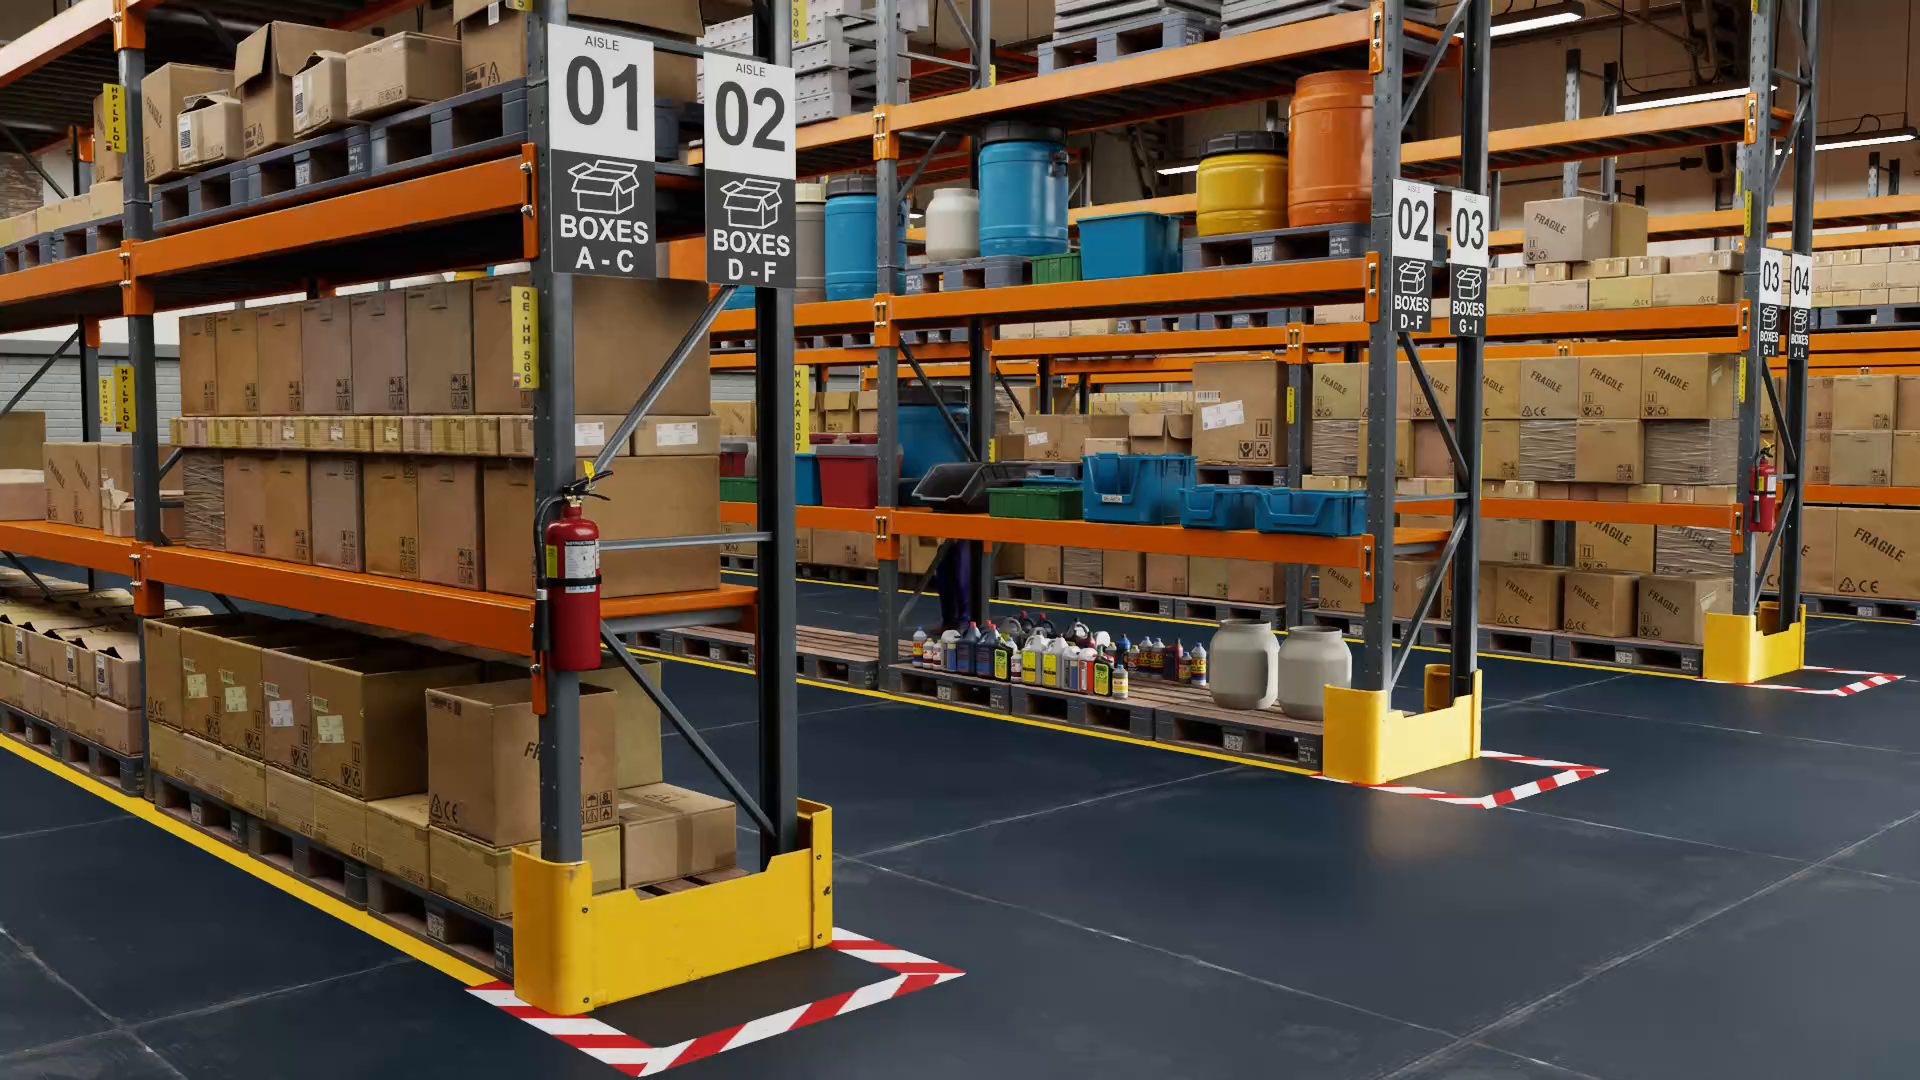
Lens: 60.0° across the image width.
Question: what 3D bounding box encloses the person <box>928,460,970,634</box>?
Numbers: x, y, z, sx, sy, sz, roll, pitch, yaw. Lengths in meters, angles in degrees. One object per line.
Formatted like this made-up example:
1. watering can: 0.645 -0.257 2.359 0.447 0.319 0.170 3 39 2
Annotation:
1. person: -0.050 0.038 15.033 0.462 1.655 0.494 -4 6 -44
